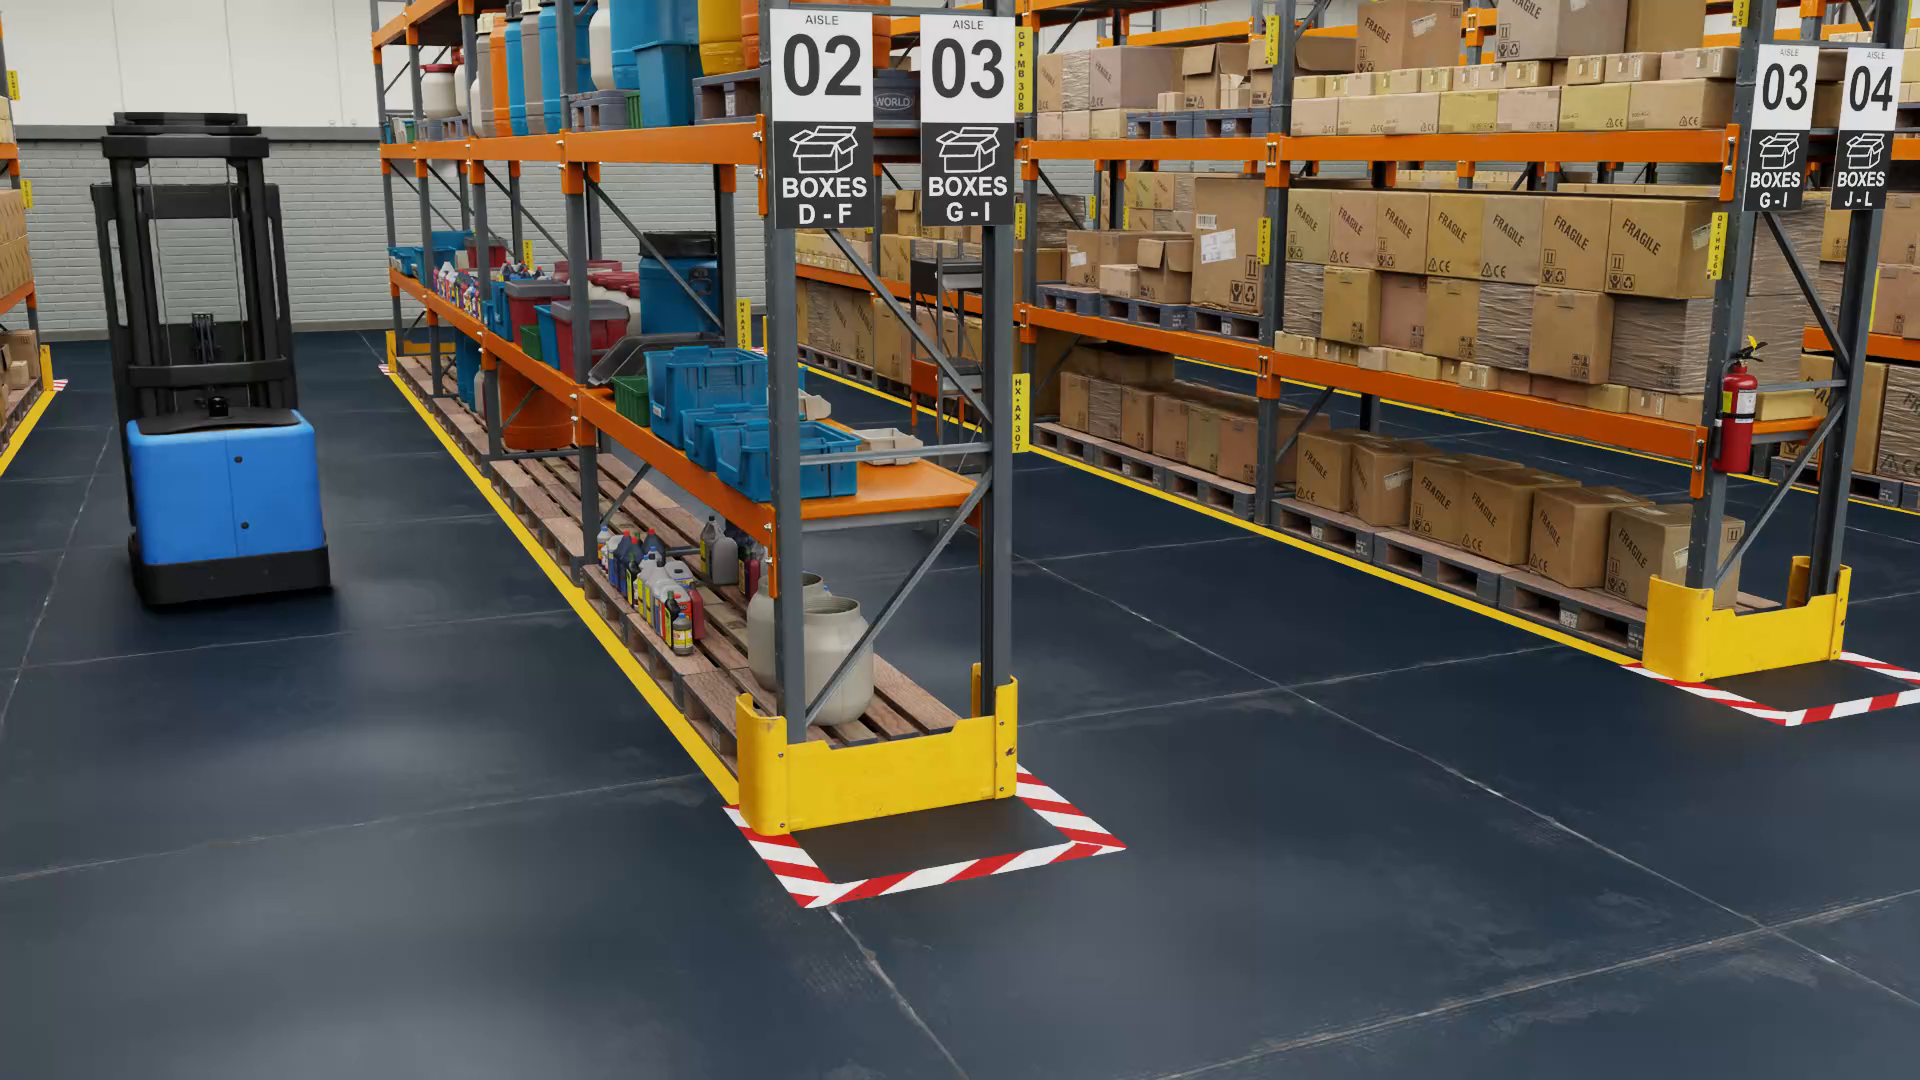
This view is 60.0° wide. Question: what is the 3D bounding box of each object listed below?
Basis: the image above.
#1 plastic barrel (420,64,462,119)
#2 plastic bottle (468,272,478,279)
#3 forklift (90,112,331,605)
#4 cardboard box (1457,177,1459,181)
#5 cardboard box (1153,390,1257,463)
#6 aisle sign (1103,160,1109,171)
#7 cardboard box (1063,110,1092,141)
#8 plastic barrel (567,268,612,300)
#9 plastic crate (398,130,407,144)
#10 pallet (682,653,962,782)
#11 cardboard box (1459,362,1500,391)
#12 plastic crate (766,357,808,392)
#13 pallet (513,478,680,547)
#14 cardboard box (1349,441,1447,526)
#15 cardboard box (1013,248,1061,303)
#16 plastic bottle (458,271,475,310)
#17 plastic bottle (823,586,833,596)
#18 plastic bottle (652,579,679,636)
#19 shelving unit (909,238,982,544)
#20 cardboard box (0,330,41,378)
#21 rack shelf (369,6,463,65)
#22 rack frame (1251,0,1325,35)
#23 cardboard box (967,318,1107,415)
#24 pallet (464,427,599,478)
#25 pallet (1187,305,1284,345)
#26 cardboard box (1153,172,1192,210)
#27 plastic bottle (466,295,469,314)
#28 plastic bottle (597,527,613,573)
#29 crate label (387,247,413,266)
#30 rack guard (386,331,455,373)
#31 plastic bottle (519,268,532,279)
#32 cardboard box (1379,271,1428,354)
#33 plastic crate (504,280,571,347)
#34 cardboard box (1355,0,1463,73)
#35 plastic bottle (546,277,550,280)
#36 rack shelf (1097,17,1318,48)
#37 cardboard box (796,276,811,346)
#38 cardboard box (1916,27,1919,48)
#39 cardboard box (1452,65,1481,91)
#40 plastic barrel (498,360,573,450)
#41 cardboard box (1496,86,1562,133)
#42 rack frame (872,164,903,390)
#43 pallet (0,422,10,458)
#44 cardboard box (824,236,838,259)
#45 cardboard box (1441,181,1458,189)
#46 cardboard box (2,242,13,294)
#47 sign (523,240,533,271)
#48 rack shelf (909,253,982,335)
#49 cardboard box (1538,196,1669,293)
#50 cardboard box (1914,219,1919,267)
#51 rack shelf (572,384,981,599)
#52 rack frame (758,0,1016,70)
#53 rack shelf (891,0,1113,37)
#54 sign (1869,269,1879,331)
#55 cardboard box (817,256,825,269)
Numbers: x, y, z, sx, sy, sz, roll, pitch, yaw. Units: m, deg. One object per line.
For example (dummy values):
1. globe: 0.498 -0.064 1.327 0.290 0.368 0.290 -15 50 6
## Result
1. plastic barrel: -5.092 -4.419 16.424 0.433 0.535 0.433 0 13 0
2. plastic bottle: -4.726 -2.450 16.078 0.152 0.276 0.135 -6 14 -23
3. forklift: -5.062 -1.322 11.084 1.130 2.935 3.031 -7 15 -27
4. cardboard box: 7.564 -5.366 24.526 0.380 0.149 0.250 -6 14 -23
5. cardboard box: 2.045 -0.954 13.906 0.700 0.500 0.500 -7 15 -28
6. aisle sign: 2.144 -5.773 24.397 0.394 0.787 0.004 -6 14 -23
7. cardboard box: 1.228 -3.601 14.457 0.500 0.250 0.500 -5 14 -22
8. plastic barrel: -2.863 -1.853 12.975 0.421 0.512 0.421 0 13 0
9. plastic crate: -5.931 -4.379 18.071 0.293 0.136 0.466 -6 14 -23
10. pallet: -0.660 0.840 7.772 1.003 0.211 1.213 -6 14 -23
11. cardboard box: 3.272 -1.004 10.114 0.380 0.149 0.250 -6 14 -23
12. plastic crate: -1.176 -0.889 9.387 0.499 0.251 0.616 -6 14 -23
13. pallet: -2.711 -0.218 12.343 1.003 0.211 1.213 -6 14 -23
14. cardboard box: 3.030 -0.395 11.538 0.500 0.500 0.500 -1 13 -5
15. cardboard box: 0.643 -2.567 16.088 0.500 0.500 0.500 -5 14 -21
16. plastic bottle: -4.507 -2.285 15.201 0.144 0.351 0.185 -6 14 -23
17. plastic bottle: -0.707 0.373 8.679 0.097 0.271 0.097 0 13 0
18. plastic bottle: -1.535 0.351 8.766 0.152 0.276 0.135 -6 14 -25
19. shelving unit: -0.066 -1.057 11.781 0.431 2.100 0.503 -6 14 -23
20. cardboard box: -10.772 -2.104 18.877 0.500 0.500 0.500 -6 14 -23
21. rack shelf: -5.874 -5.609 18.628 1.077 0.370 4.000 -6 14 -23
22. rack frame: 4.050 -6.615 20.495 1.000 3.000 0.127 -6 14 -23
23. cardboard box: 0.810 -1.753 16.572 1.225 0.875 0.875 -6 14 -26
24. pallet: -3.825 -0.792 14.824 1.003 0.211 1.213 -6 14 -23
25. pallet: 2.497 -1.690 12.945 1.003 0.211 1.213 -6 14 -23
26. cardboard box: 2.988 -4.765 22.706 0.500 0.500 0.500 -6 14 -25
27. plastic bottle: -4.341 -2.114 14.790 0.097 0.201 0.097 0 13 0
28. plastic bottle: -2.142 0.055 10.054 0.097 0.271 0.097 0 13 0
29. crate label: -6.878 -3.511 20.627 0.416 0.233 0.303 -6 14 -23
30. rack guard: -6.697 -2.430 21.262 1.175 0.500 0.348 -6 14 -23
31. plastic bottle: -4.049 -2.364 15.543 0.144 0.351 0.185 -6 14 -23
32. cardboard box: 3.254 -1.507 10.847 0.875 0.500 0.500 -6 14 -23
33. plastic crate: -3.104 -1.661 12.253 0.402 0.464 0.583 -6 14 -23
34. cardboard box: 3.084 -3.441 11.443 0.500 0.500 0.500 -6 14 -25
35. plastic bottle: -3.832 -2.312 15.494 0.097 0.271 0.097 0 13 0
36. rack shelf: 3.249 -6.676 22.362 1.077 0.370 4.000 -6 14 -23
37. cardboard box: -1.807 -3.136 22.549 0.875 0.875 0.875 -6 14 -23
38. cardboard box: 7.396 -3.757 12.434 0.380 0.149 0.250 -6 14 -24
39. cardboard box: 3.209 -2.784 10.042 0.380 0.149 0.250 -5 14 -22
40. plastic barrel: -3.682 -1.238 14.450 0.600 0.830 0.708 -6 14 -23
41. cardboard box: 3.446 -2.461 9.529 0.500 0.250 0.500 -5 14 -22
42. rack frame: -0.535 -3.265 19.326 1.000 3.000 0.127 -6 14 -23
43. pallet: -9.253 -0.848 15.066 1.003 0.211 1.213 -6 14 -23
44. cardboard box: -1.366 -3.617 20.518 0.500 0.250 0.500 -5 14 -22
45. cardboard box: 7.502 -5.083 24.741 0.500 0.500 0.500 -6 14 -23
46. cardboard box: -9.974 -2.759 16.917 0.500 0.500 0.500 -6 14 -23
47. sign: -4.568 -3.002 17.575 0.100 0.325 0.005 -6 14 -23
48. rack shelf: -0.066 -1.726 11.626 0.431 0.518 0.480 -6 14 -23
49. cardboard box: 3.620 -1.661 9.295 0.500 0.500 0.500 -6 14 -23
50. cardboard box: 7.788 -2.332 12.567 0.875 0.550 0.550 -6 14 -23
51. rack shelf: -1.067 -0.401 8.547 1.077 0.370 4.000 -6 14 -23
52. rack frame: -0.266 -3.261 6.005 1.000 3.000 0.127 -6 14 -23
53. rack shelf: 0.266 -5.230 16.990 1.077 0.370 4.000 -6 14 -23
54. sign: 4.769 -1.257 8.728 0.100 0.325 0.005 -6 14 -23
55. cardboard box: -1.573 -3.494 20.873 0.380 0.149 0.250 -5 14 -22
